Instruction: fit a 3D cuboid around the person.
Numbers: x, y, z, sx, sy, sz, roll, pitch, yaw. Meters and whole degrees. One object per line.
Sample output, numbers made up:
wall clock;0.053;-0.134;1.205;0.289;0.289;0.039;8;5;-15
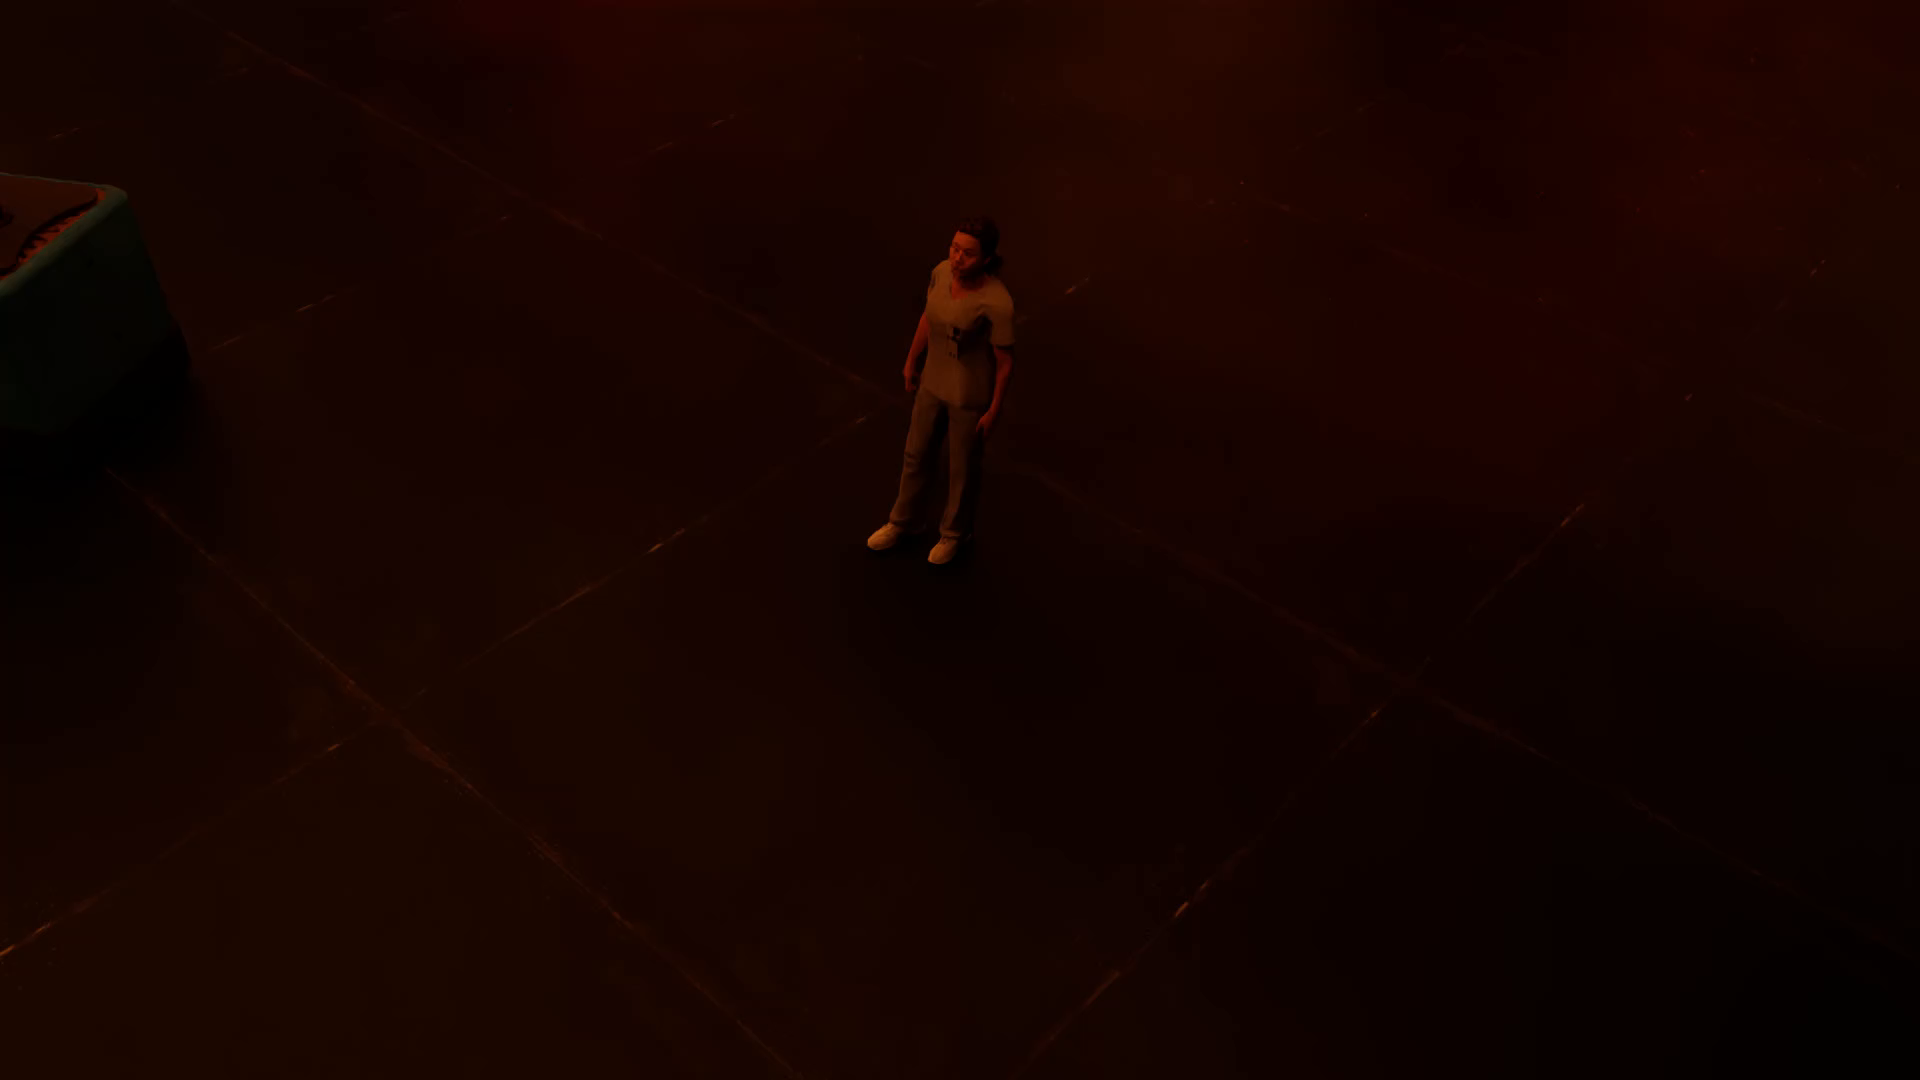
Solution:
person;-0.060;-0.612;7.095;0.550;1.674;0.548;31;49;31

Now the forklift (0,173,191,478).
forklift;-5.570;-1.903;7.646;3.031;2.935;1.130;8;41;9
